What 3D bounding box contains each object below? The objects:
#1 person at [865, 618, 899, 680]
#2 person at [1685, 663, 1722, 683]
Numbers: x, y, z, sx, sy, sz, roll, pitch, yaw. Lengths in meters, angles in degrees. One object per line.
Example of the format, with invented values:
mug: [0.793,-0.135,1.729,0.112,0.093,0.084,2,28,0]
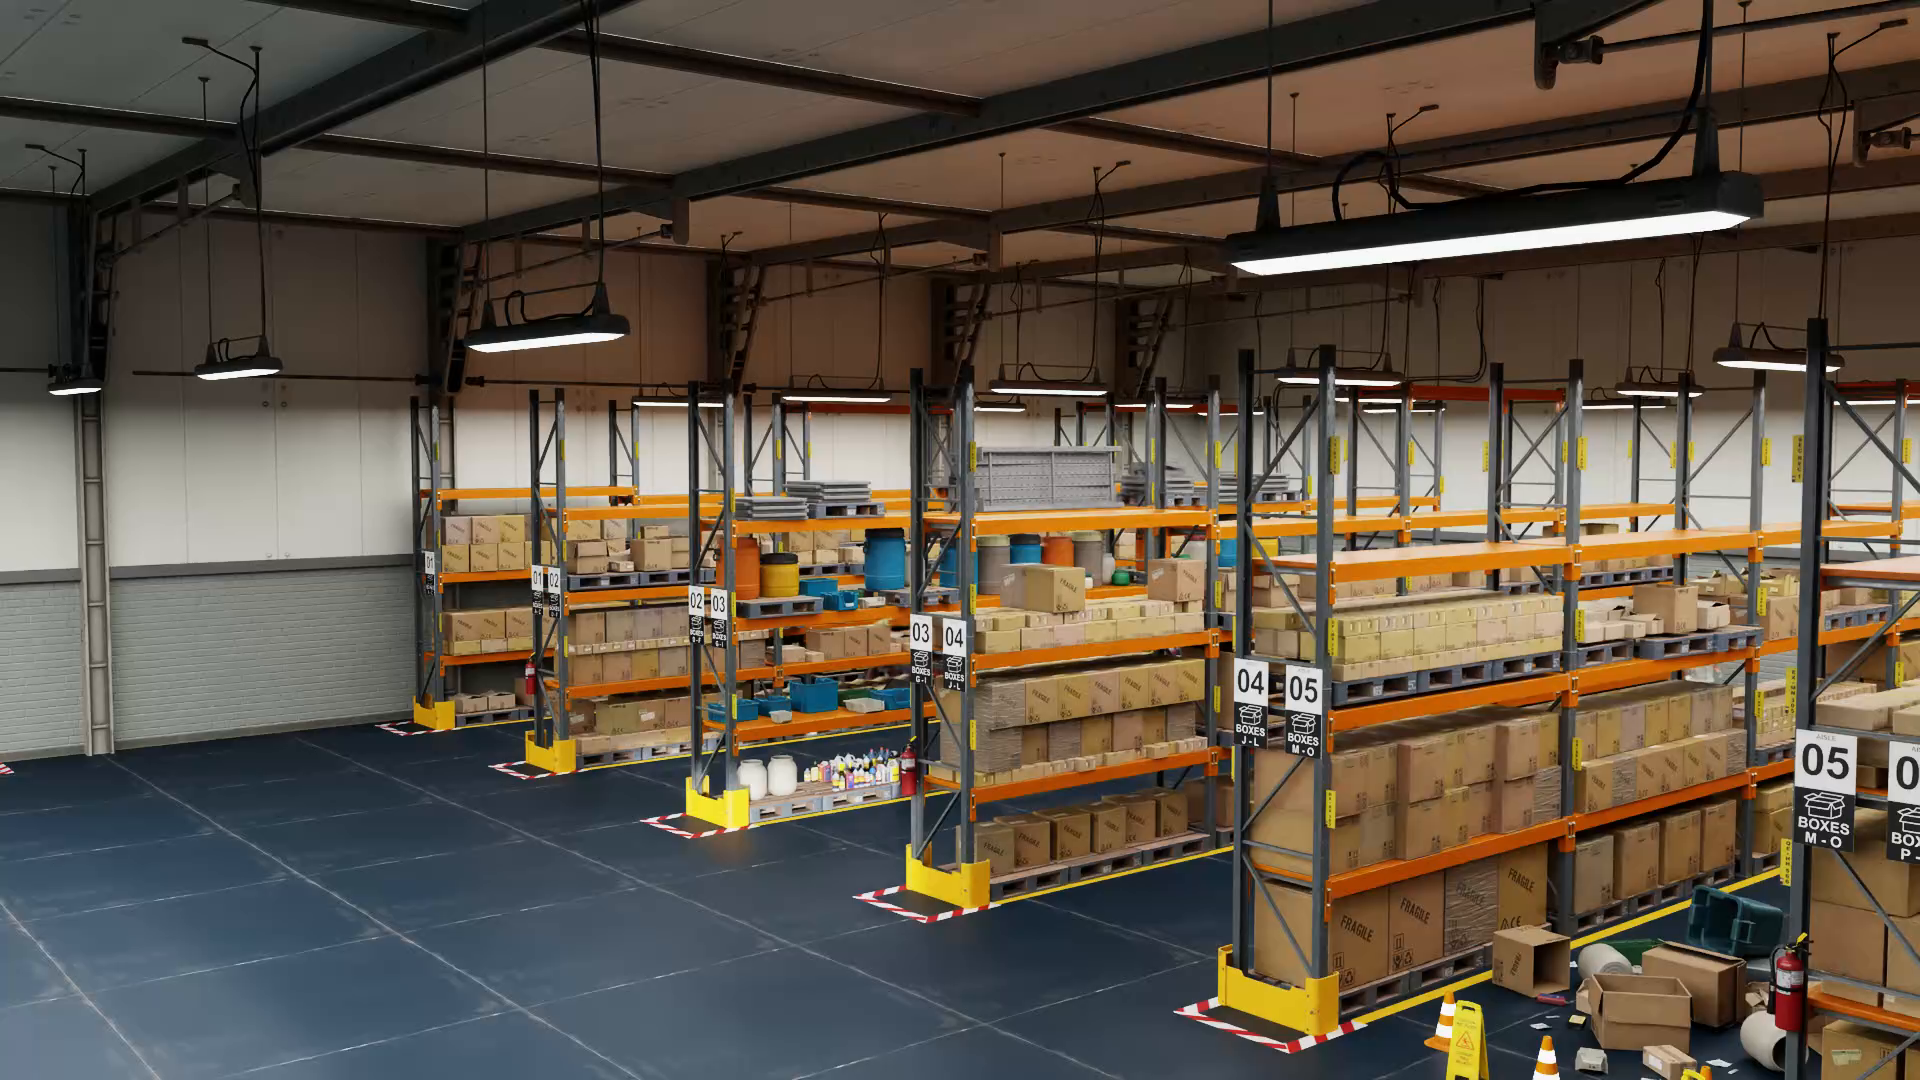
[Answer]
person: [-1.562,2.097,32.761,0.856,1.692,0.564,-3,4,-38]
person: [13.177,2.554,29.456,0.638,1.748,0.610,0,3,-5]
